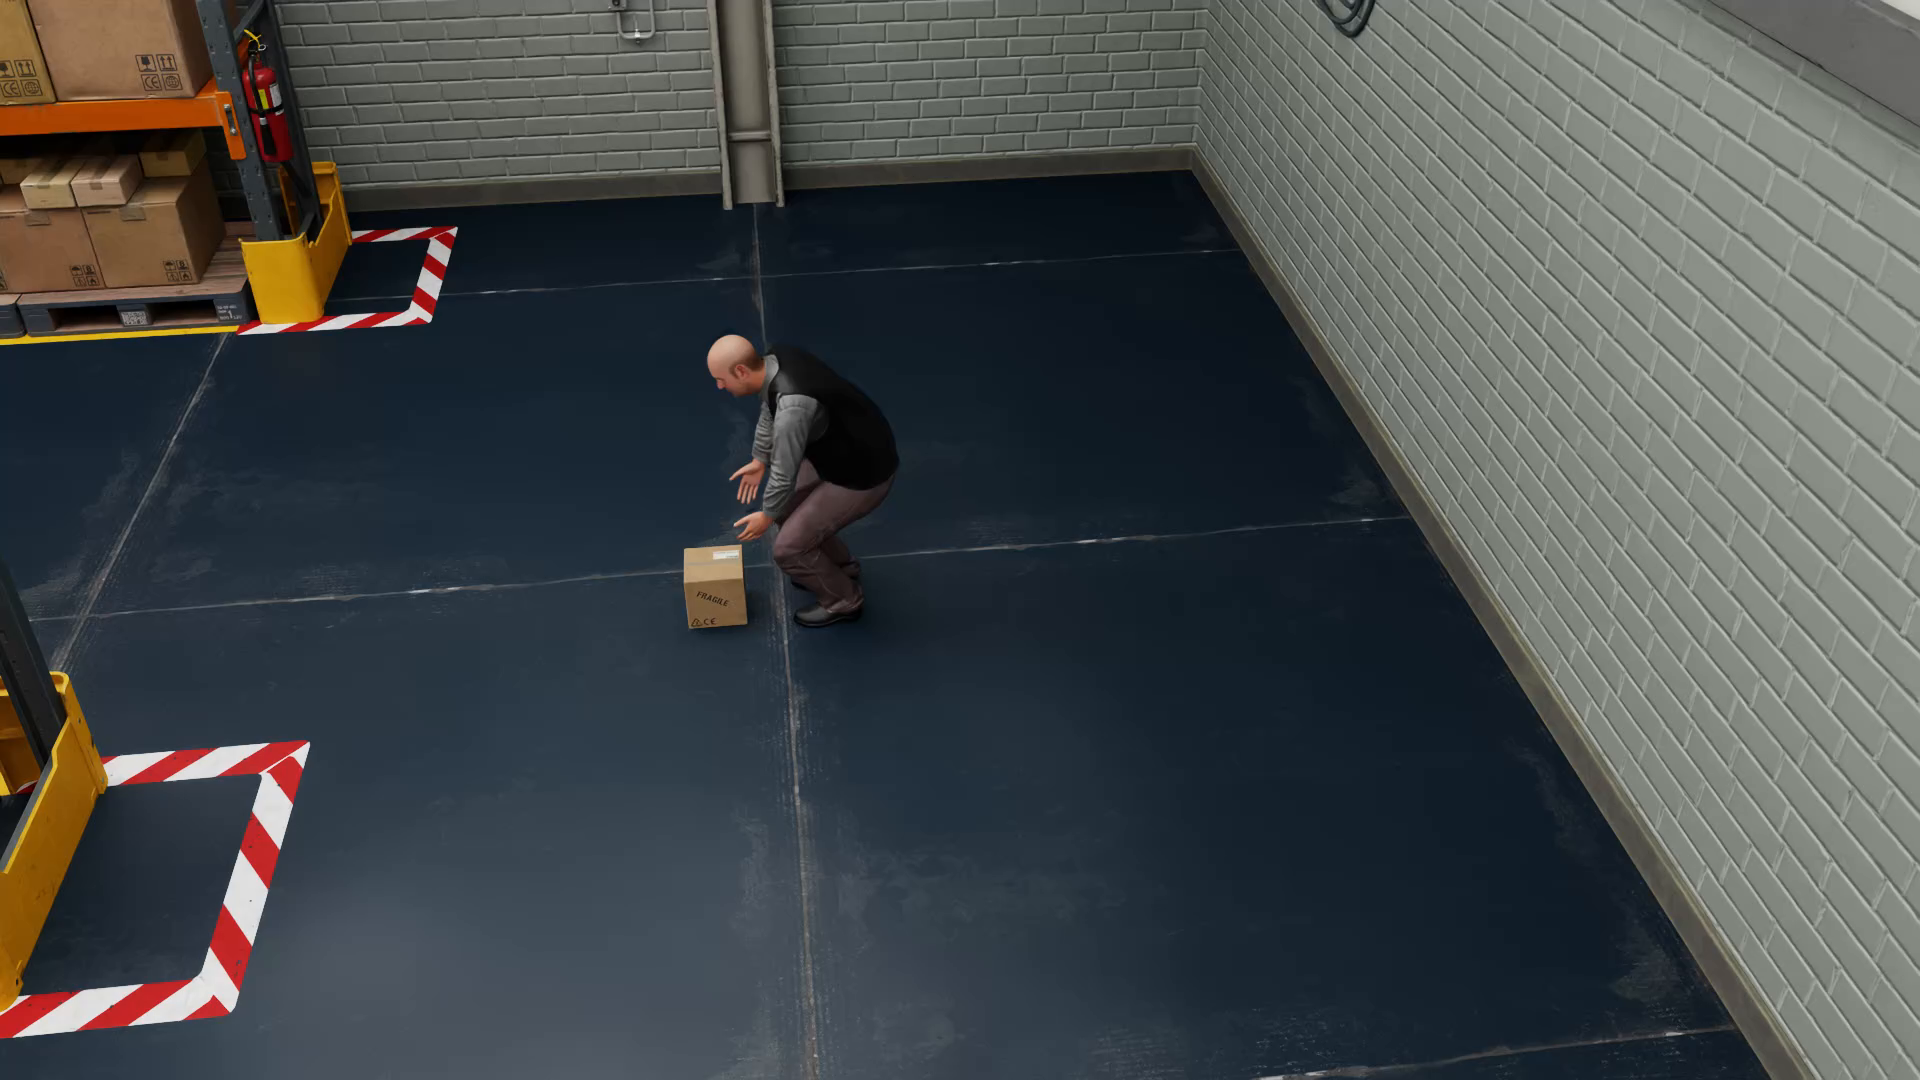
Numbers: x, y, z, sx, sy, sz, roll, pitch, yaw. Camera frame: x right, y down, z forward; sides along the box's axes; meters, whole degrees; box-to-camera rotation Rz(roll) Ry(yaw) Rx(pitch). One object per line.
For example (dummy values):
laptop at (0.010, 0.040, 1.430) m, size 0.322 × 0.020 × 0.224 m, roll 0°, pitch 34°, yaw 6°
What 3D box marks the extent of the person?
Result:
person at (-0.622, -0.260, 6.880) m, size 0.743 × 1.345 × 0.590 m, roll -4°, pitch 35°, yaw -6°
